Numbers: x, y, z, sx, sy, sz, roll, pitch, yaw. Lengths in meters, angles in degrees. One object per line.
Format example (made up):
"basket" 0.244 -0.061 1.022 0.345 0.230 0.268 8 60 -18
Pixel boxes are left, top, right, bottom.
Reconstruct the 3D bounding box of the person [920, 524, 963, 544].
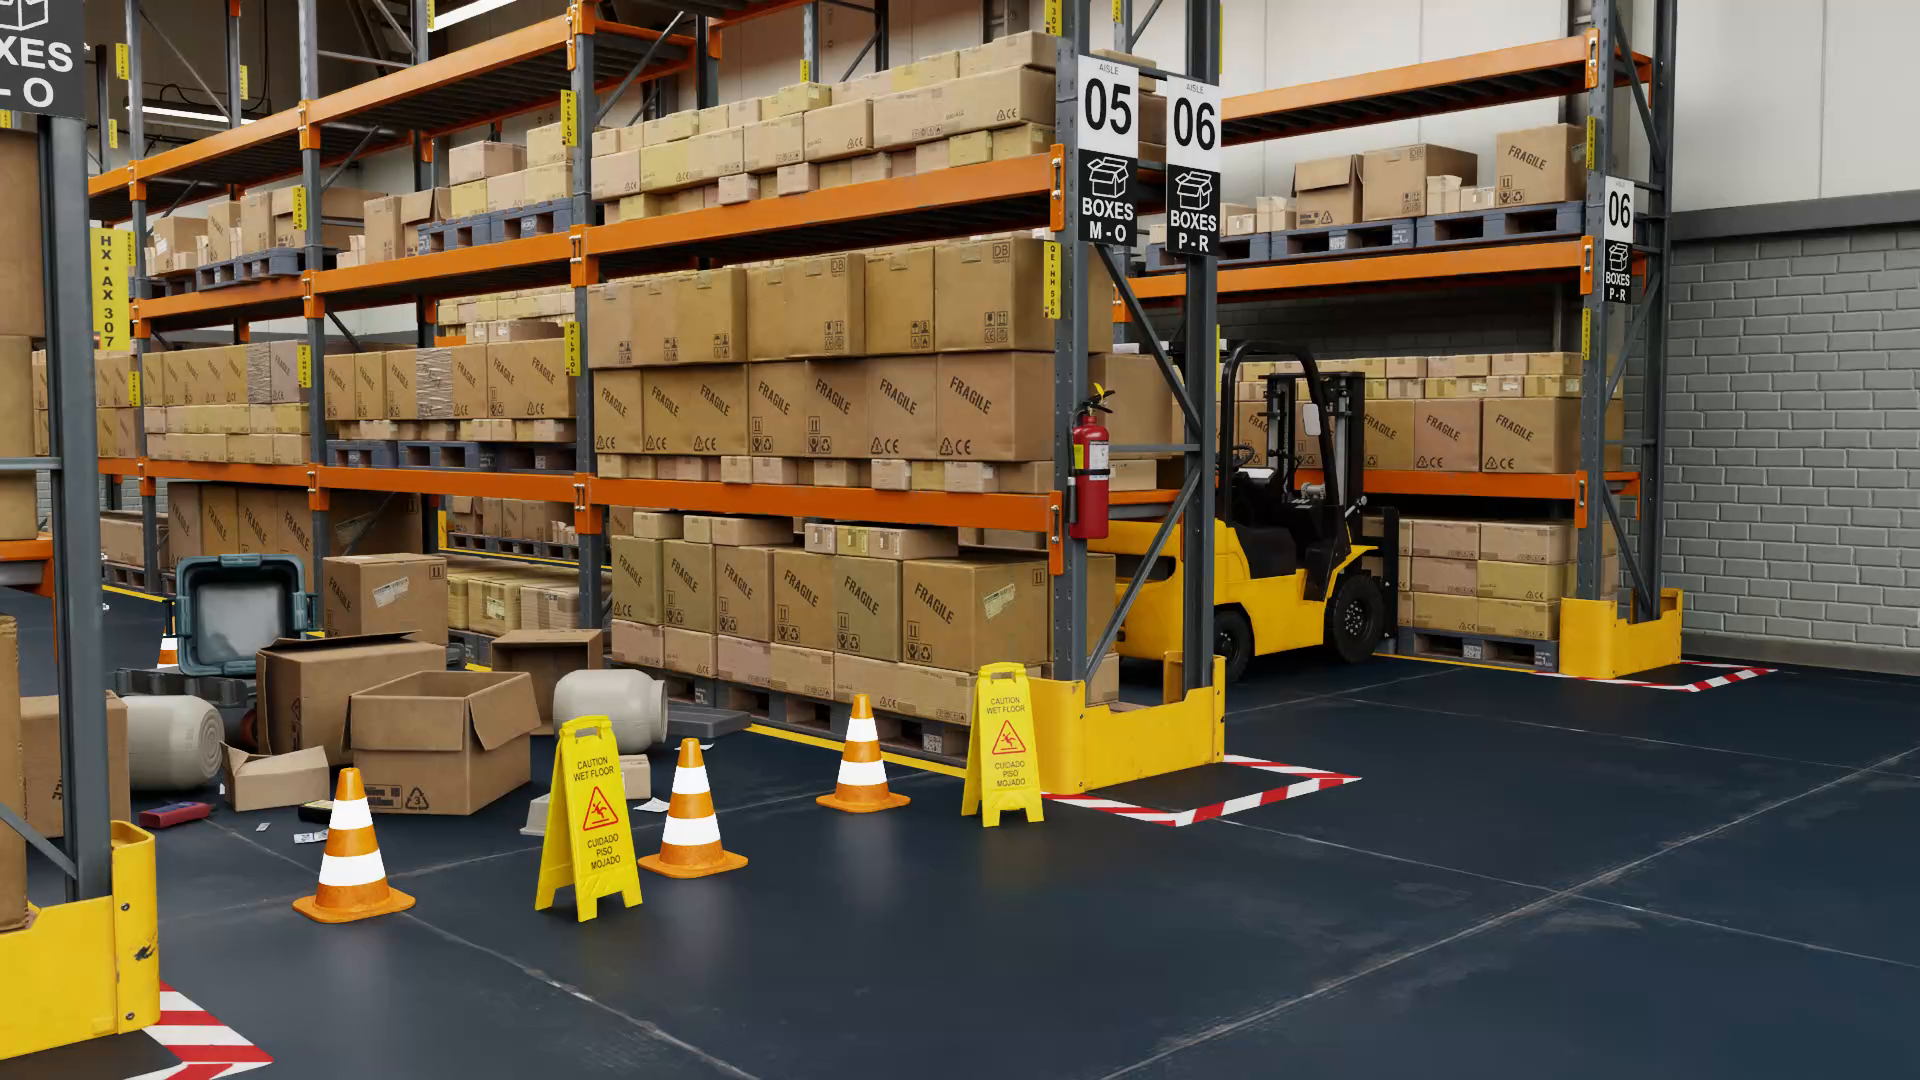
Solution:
"person" -0.195 0.353 11.298 0.534 0.984 0.941 1 4 15
